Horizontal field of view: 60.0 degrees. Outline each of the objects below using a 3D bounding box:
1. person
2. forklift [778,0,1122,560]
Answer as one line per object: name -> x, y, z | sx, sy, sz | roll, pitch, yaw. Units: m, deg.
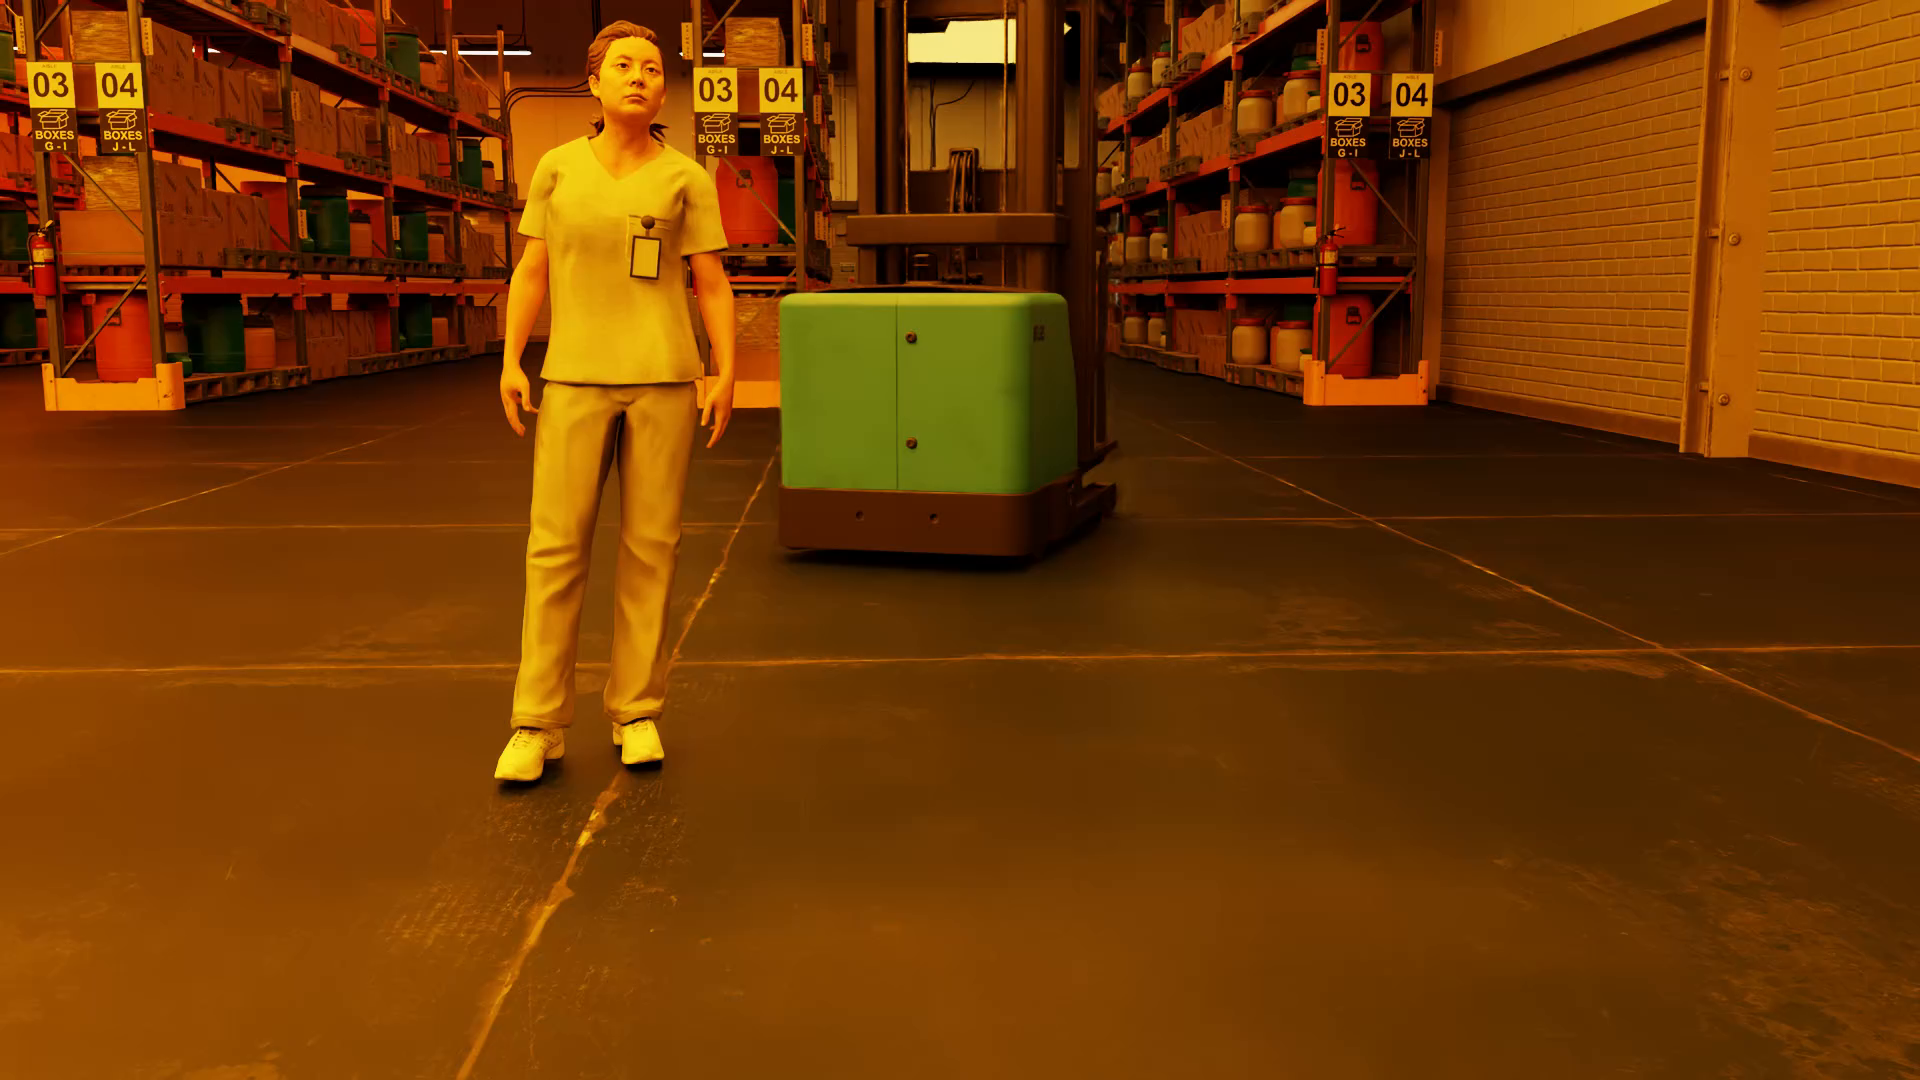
person -> -0.781, -0.329, 3.775 | 0.549, 1.674, 0.549 | -1, 9, -8
forklift -> 0.136, -1.546, 7.745 | 1.130, 2.935, 3.031 | 2, 9, 14
